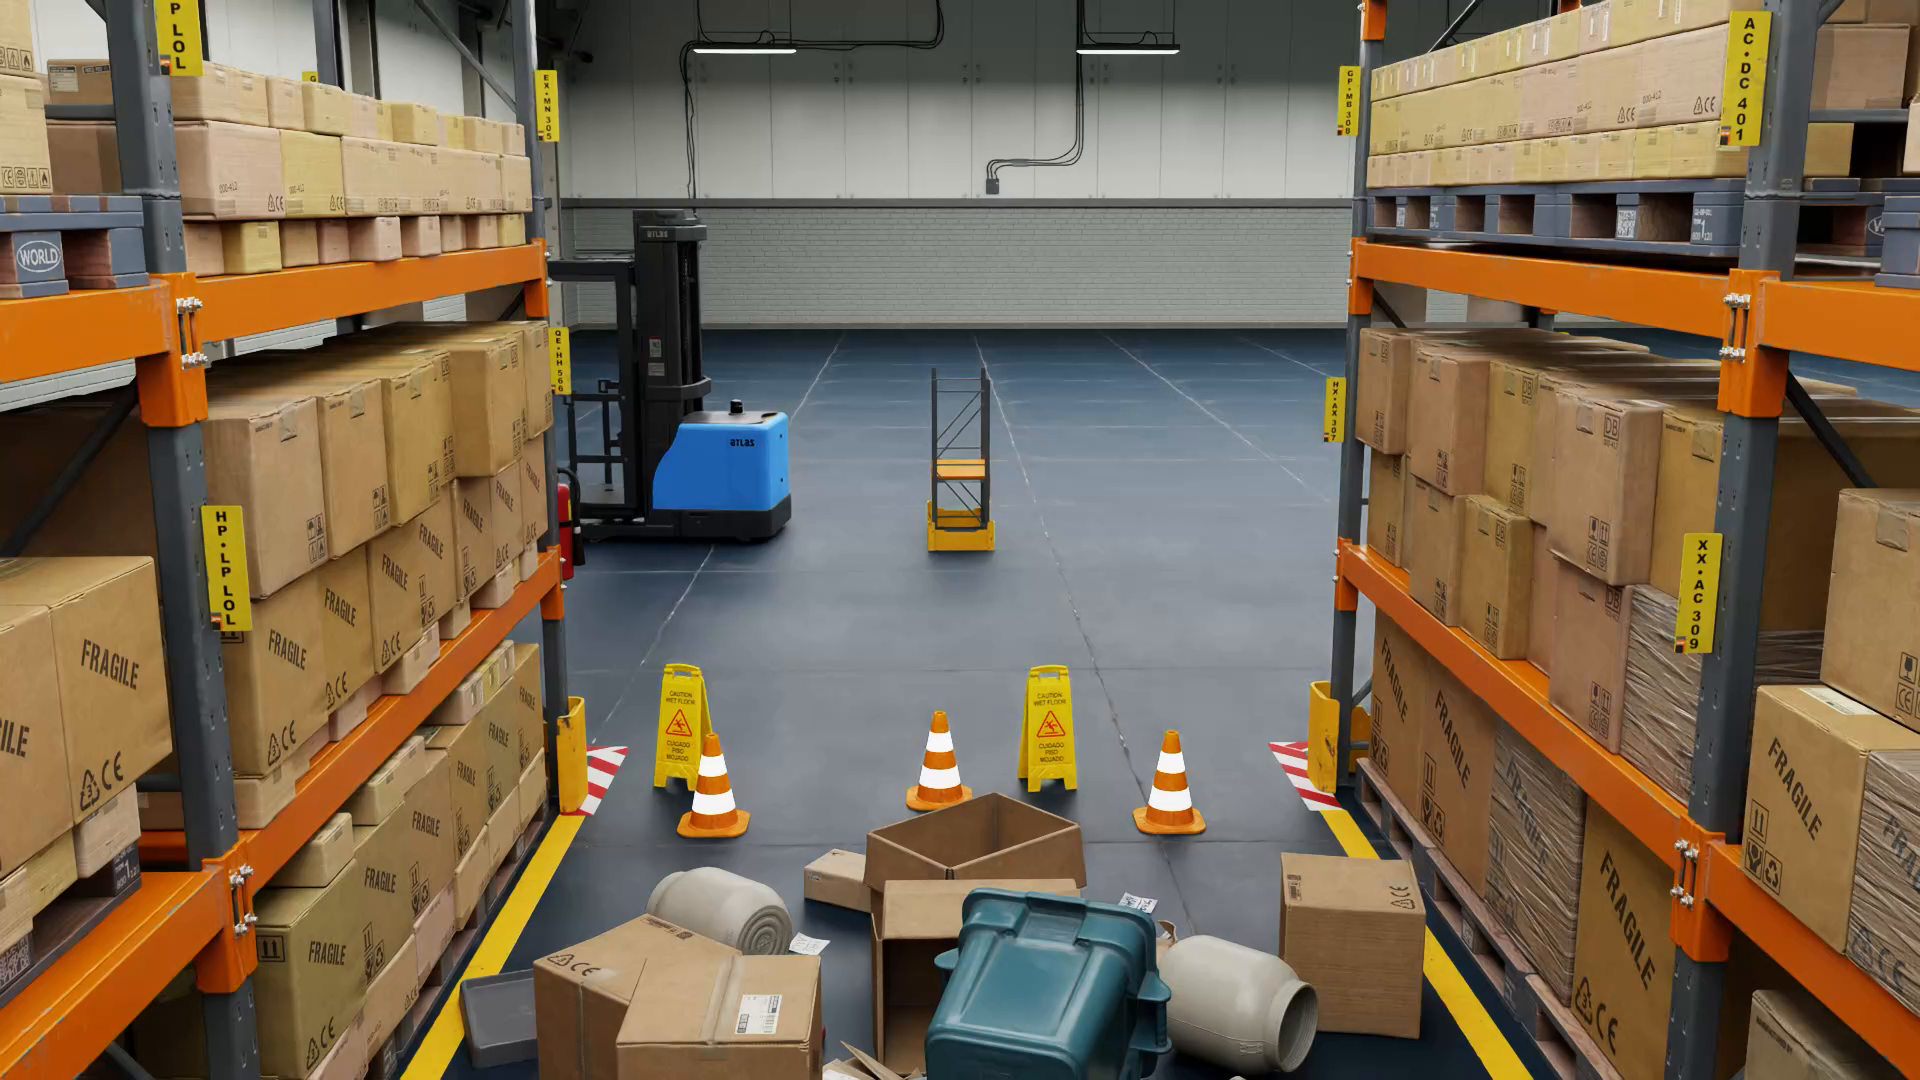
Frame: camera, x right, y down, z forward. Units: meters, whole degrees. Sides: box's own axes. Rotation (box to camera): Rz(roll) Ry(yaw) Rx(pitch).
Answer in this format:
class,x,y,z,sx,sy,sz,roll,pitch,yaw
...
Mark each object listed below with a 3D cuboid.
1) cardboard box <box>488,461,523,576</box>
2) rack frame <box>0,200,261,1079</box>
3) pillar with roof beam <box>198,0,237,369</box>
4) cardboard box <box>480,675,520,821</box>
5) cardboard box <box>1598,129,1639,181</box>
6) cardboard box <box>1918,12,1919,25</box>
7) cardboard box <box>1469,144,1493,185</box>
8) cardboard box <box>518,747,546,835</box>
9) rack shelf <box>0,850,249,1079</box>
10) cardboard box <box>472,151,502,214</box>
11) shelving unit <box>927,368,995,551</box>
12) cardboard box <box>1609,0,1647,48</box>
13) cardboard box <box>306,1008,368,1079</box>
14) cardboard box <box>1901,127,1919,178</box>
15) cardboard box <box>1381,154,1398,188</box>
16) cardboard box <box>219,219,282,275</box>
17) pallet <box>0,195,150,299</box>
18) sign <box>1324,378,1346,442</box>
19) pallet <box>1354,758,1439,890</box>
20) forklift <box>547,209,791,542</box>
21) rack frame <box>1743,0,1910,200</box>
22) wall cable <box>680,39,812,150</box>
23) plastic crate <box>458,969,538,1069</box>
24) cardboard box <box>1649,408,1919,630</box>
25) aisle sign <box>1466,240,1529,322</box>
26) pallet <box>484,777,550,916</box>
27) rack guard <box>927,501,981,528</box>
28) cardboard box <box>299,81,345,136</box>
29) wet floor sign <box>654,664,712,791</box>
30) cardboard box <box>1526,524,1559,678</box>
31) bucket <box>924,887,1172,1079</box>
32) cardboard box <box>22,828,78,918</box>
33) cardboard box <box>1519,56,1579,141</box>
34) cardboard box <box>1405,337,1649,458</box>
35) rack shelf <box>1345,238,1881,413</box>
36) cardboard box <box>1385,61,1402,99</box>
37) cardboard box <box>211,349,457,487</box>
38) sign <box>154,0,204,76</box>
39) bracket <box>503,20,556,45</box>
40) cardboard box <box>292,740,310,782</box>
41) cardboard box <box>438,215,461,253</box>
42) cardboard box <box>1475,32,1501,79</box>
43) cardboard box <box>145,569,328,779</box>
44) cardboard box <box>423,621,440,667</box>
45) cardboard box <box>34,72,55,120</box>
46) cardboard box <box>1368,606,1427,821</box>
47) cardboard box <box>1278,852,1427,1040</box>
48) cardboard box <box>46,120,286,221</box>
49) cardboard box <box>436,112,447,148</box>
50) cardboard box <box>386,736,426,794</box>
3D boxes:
class,x,y,z,sx,sy,sz,roll,pitch,yaw
cardboard box,-2.214,-0.140,7.203,0.500,0.500,0.500,0,11,-1
rack frame,-2.424,0.644,4.340,1.000,3.000,0.127,0,11,-1
pillar with roof beam,-4.300,-5.331,18.704,9.100,9.000,0.400,0,11,-1
cardboard box,-2.215,0.885,7.126,0.500,0.500,0.500,0,11,1
cardboard box,2.183,-1.171,5.065,0.380,0.149,0.250,0,11,0
cardboard box,2.855,-1.463,4.499,0.380,0.149,0.250,0,11,-1
cardboard box,2.159,-1.422,6.306,0.380,0.149,0.250,0,11,-1
cardboard box,-2.221,1.155,7.681,0.500,0.250,0.500,0,11,-1
rack shelf,-2.383,1.394,2.452,1.077,0.370,4.000,0,11,-1
cardboard box,-2.231,-1.493,6.958,0.500,0.250,0.500,0,11,-2
shelving unit,-0.002,-0.750,14.985,0.587,1.500,1.083,0,11,-1
cardboard box,2.187,-1.560,4.981,0.380,0.149,0.250,0,11,-1
cardboard box,-2.166,1.667,5.156,0.500,0.250,0.500,-1,11,-4
cardboard box,2.855,-1.072,4.578,0.380,0.149,0.250,0,11,-2
cardboard box,2.133,-1.673,7.542,0.380,0.149,0.250,0,11,-1
cardboard box,-2.132,-0.818,4.635,0.380,0.149,0.250,0,11,-1
pallet,-2.518,-0.611,3.454,1.213,0.211,1.003,0,11,-1
sign,1.885,-0.654,8.360,0.100,0.325,0.005,0,11,-1
pallet,2.535,1.334,7.954,1.003,0.211,1.213,0,11,-1
forklift,-3.144,-1.520,15.179,3.031,2.935,1.130,1,12,6
rack frame,2.523,-2.337,3.943,1.000,3.000,0.127,0,11,-1
wall cable,-5.010,-10.447,39.028,3.097,2.526,0.112,0,11,-1
plastic crate,-1.637,1.759,6.186,0.402,0.080,0.583,-4,12,-21
cardboard box,2.550,-0.073,4.780,0.875,0.550,0.550,0,11,-1
aisle sign,2.739,-1.481,8.276,0.394,0.787,0.004,0,11,-1
pallet,-2.524,1.392,7.666,1.003,0.211,1.213,0,11,-1
rack guard,-0.012,-0.237,15.597,0.587,0.250,0.087,0,11,-1
cardboard box,-2.114,-1.314,5.074,0.380,0.149,0.250,0,11,-2
wet floor sign,-1.441,0.961,8.702,0.267,0.644,0.232,4,12,18
cardboard box,2.576,0.240,5.956,0.875,0.550,0.550,0,11,-1
bucket,0.215,1.445,4.801,0.726,0.611,0.620,4,22,18
cardboard box,-2.150,0.715,3.566,0.380,0.149,0.250,-1,11,-3
cardboard box,2.237,-1.490,5.638,0.500,0.250,0.500,0,11,-2
cardboard box,2.513,-0.611,7.435,0.875,0.550,0.550,0,11,-1
rack shelf,2.481,-0.911,6.273,1.077,0.370,4.000,0,11,-1
cardboard box,2.133,-2.067,7.476,0.380,0.149,0.250,0,11,-1
cardboard box,-2.290,-0.434,6.139,0.700,0.500,0.500,0,11,-2
sign,-1.869,-1.275,3.966,0.100,0.325,0.005,0,11,-1
bracket,-8.559,-10.062,32.971,0.076,0.066,4.783,0,11,-1
cardboard box,-2.167,0.653,4.927,0.380,0.149,0.250,0,11,0
cardboard box,-2.219,-1.226,6.646,0.380,0.149,0.250,0,11,-2
cardboard box,2.160,-1.813,6.225,0.380,0.149,0.250,0,11,0
cardboard box,-2.154,0.361,4.738,0.500,0.500,0.500,0,11,-1
cardboard box,-2.160,0.399,6.180,0.380,0.149,0.250,0,11,-1
cardboard box,-2.731,-1.207,4.547,0.380,0.149,0.250,-1,11,-3
cardboard box,2.520,0.778,7.965,0.875,0.875,0.875,0,11,-1
cardboard box,1.465,1.523,6.288,0.500,0.500,0.500,2,12,9
cardboard box,-2.159,-0.987,4.464,0.500,0.250,0.500,0,11,-2
cardboard box,-2.262,-1.621,6.589,0.380,0.149,0.250,0,11,-1
cardboard box,-2.130,0.801,5.907,0.380,0.149,0.250,0,11,2
